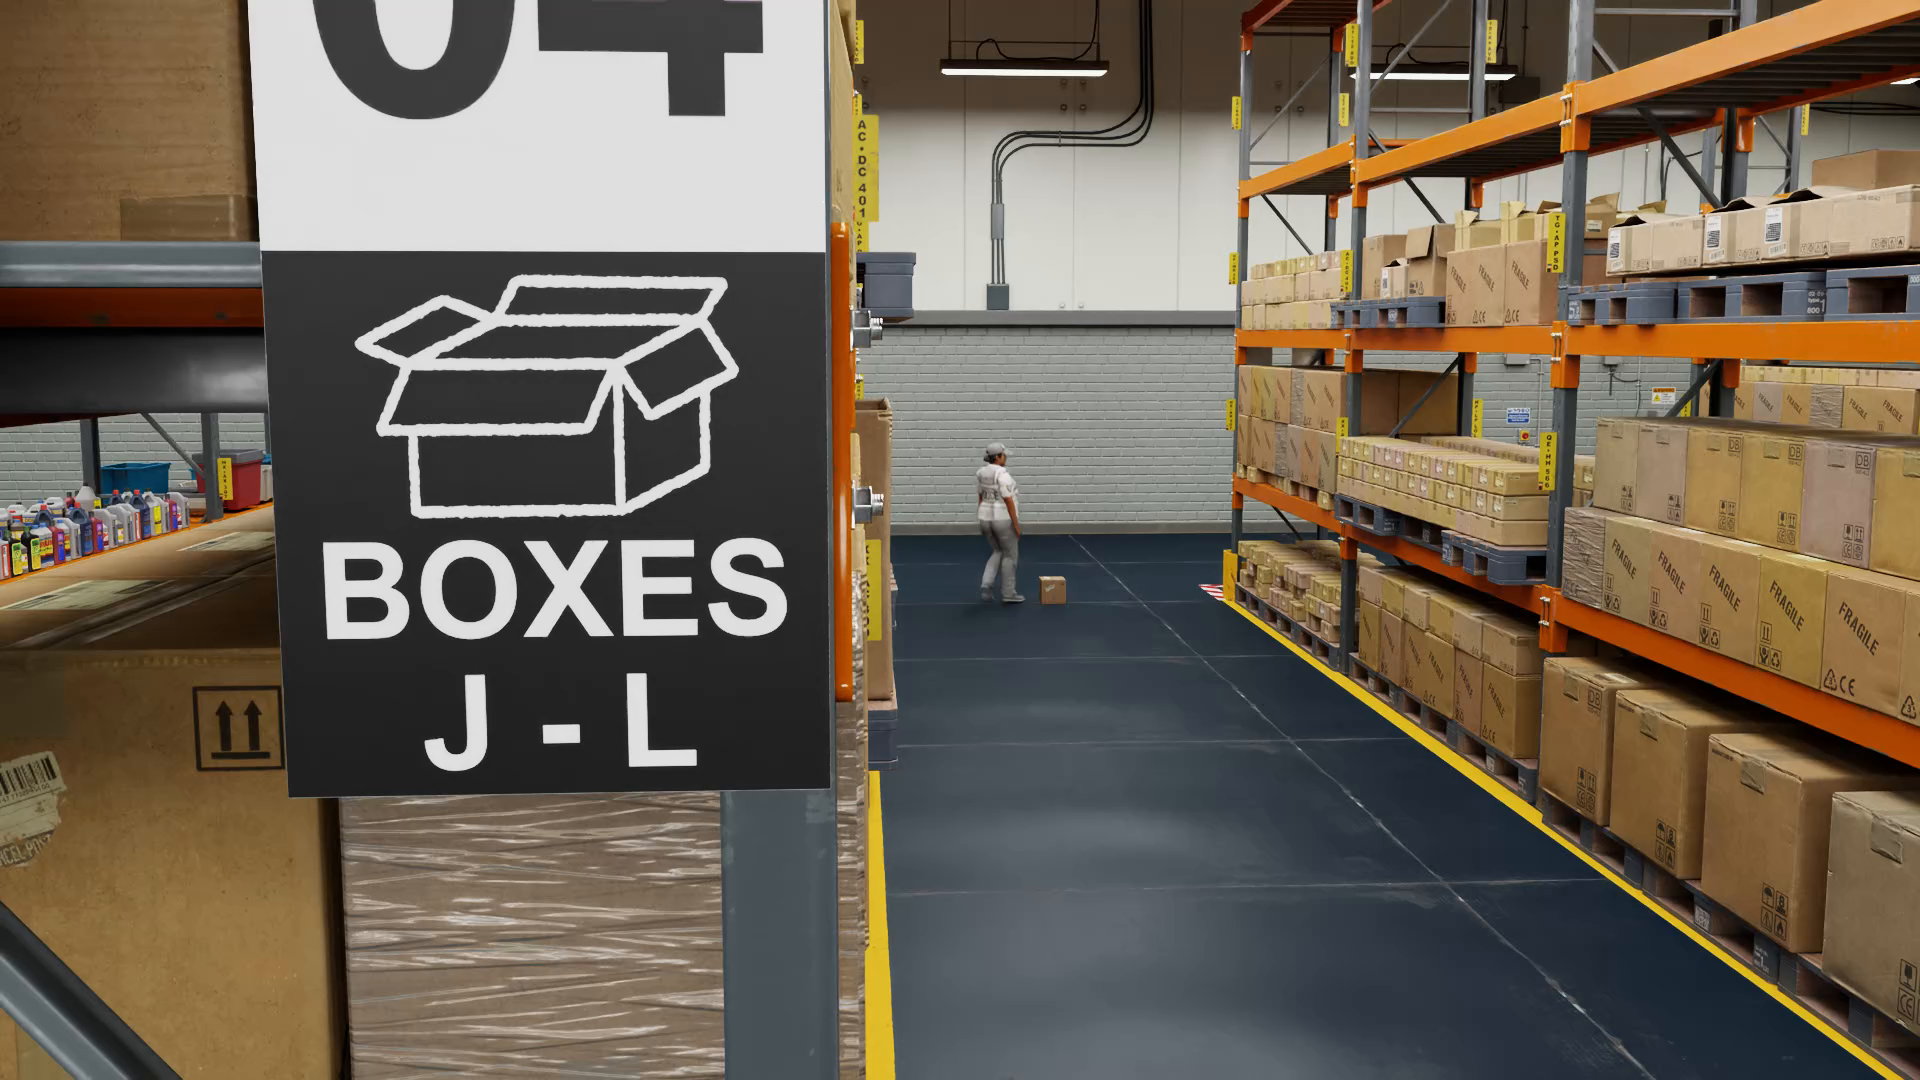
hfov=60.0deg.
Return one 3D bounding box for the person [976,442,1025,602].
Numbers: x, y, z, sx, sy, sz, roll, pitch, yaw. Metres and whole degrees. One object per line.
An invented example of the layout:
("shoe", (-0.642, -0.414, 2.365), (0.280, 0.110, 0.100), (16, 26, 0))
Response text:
("person", (0.451, -0.164, 17.139), (0.489, 1.697, 0.512), (-6, 9, -38))
